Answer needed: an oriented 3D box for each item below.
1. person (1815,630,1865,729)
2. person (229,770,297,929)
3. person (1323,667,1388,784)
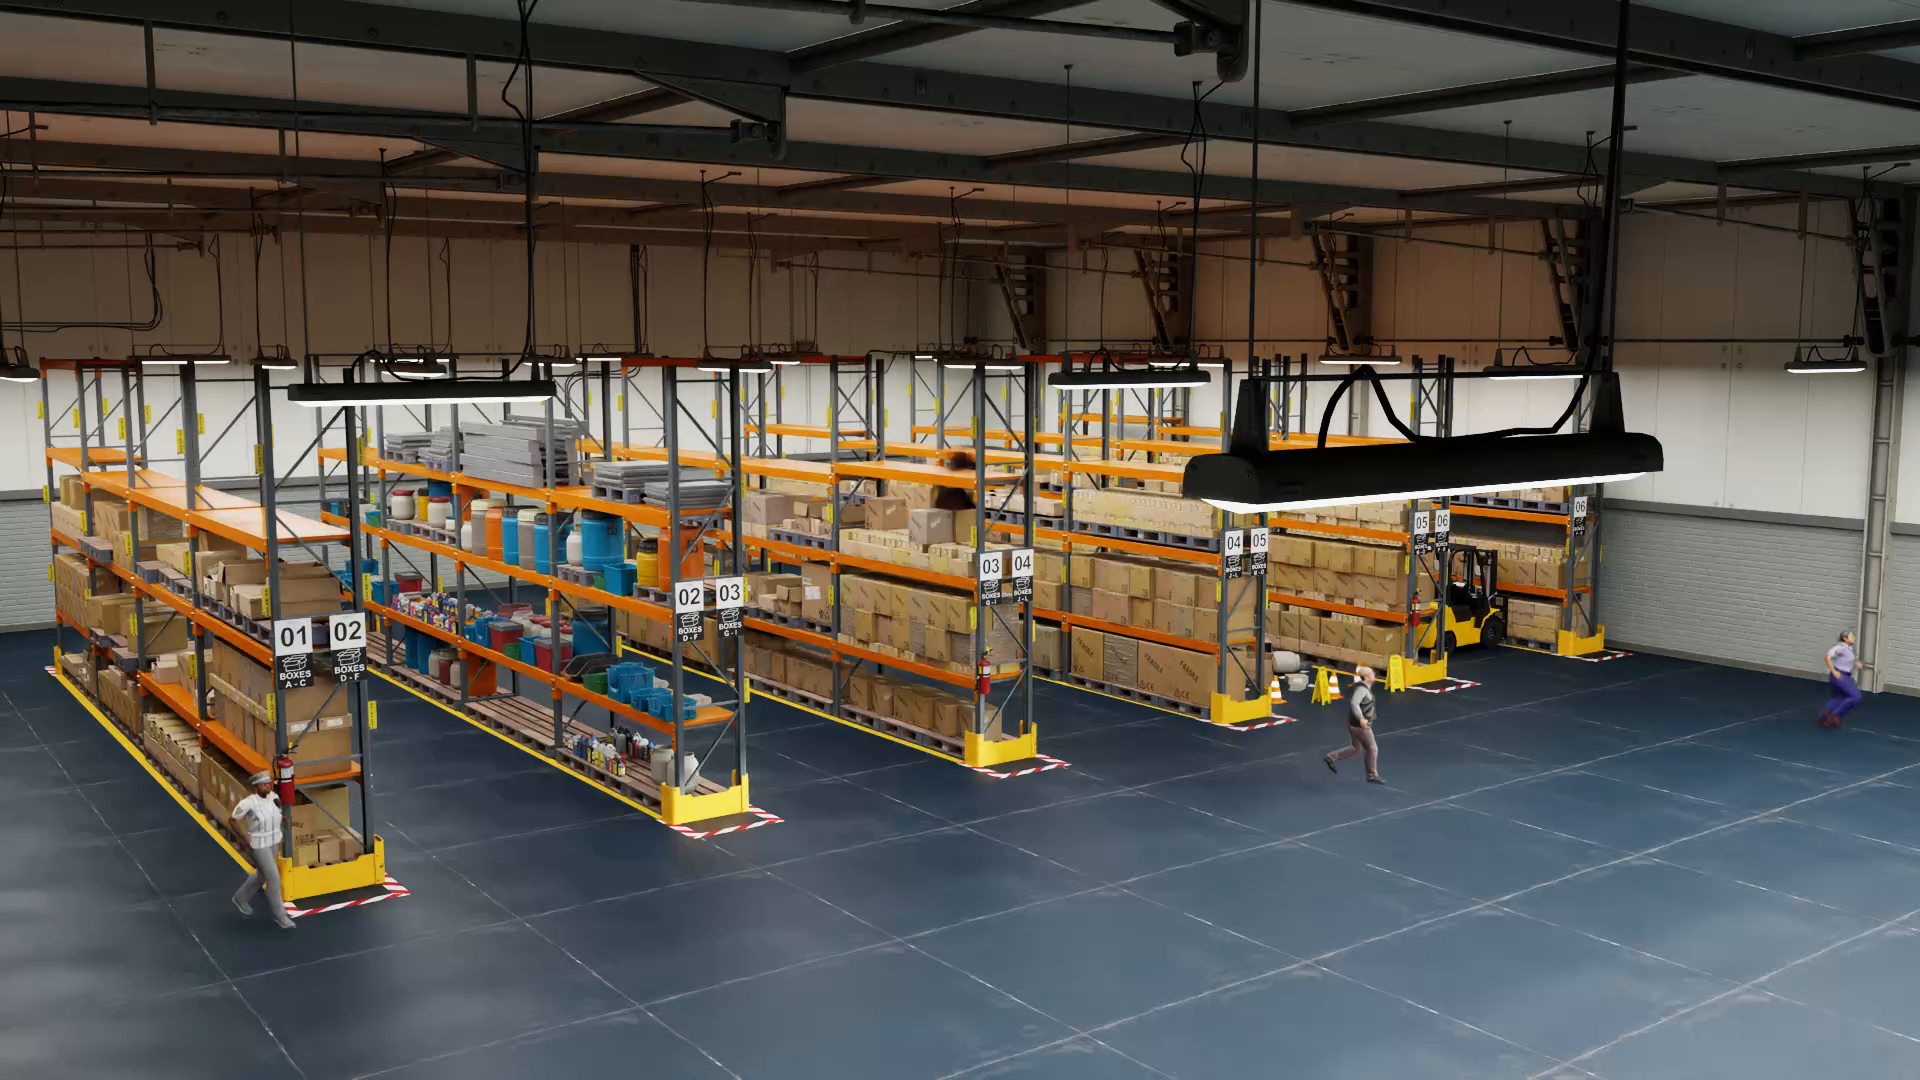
[{"bbox_3d":[14.390,2.269,27.146,0.660,1.606,0.596,4,8,31],"label":"person"},{"bbox_3d":[-7.572,3.329,18.080,0.849,1.728,0.562,2,7,19],"label":"person"},{"bbox_3d":[5.674,2.654,23.741,0.917,1.709,0.681,1,7,5],"label":"person"}]
